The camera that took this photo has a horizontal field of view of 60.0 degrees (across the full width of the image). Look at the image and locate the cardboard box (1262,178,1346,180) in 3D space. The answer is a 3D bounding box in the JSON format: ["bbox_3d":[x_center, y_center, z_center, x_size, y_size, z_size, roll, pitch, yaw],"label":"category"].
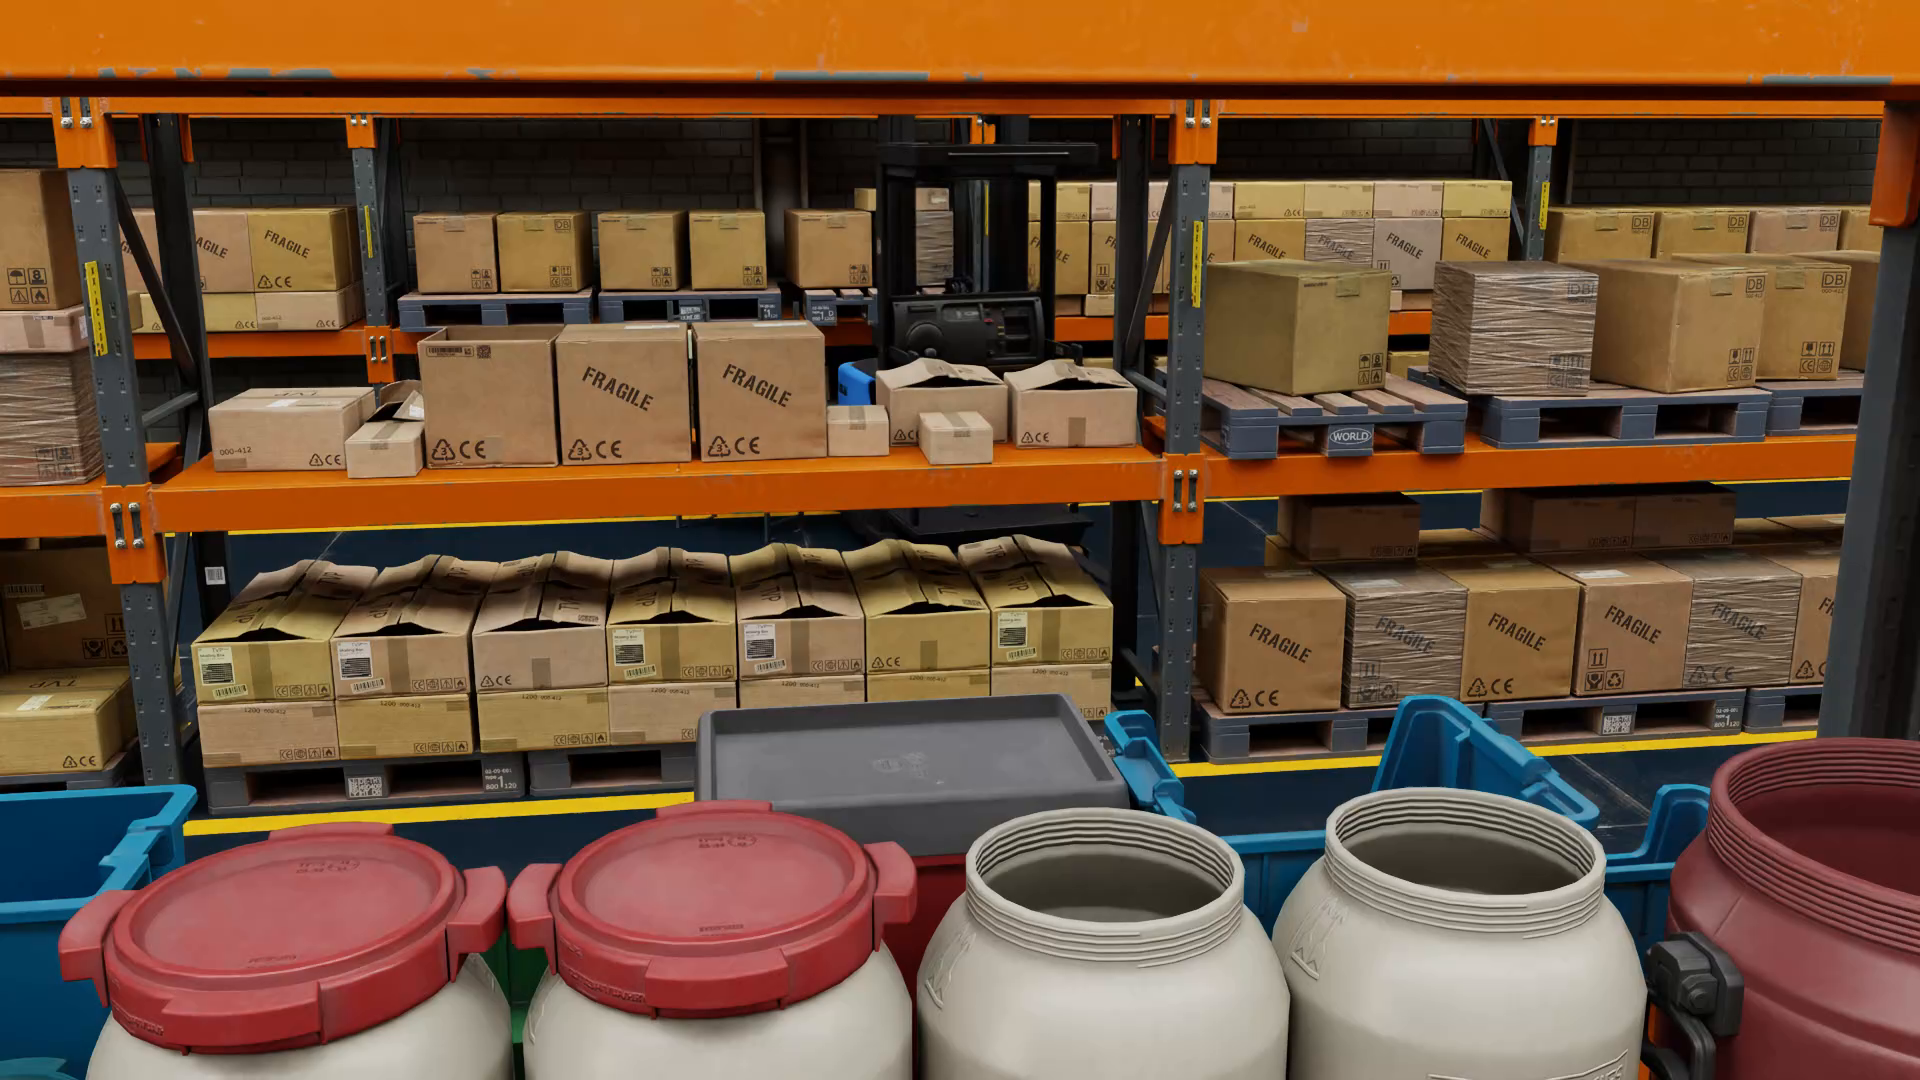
[{"bbox_3d":[2.536,-2.544,12.298,0.500,0.250,0.500,-3,14,-10],"label":"cardboard box"}]

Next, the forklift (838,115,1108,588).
[{"bbox_3d":[0.124,-1.257,9.709,1.130,2.935,3.031,-5,15,-18],"label":"forklift"}]

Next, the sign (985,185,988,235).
[{"bbox_3d":[0.176,-2.219,11.188,0.005,0.325,0.100,-2,14,-8],"label":"sign"}]

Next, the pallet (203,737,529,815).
[{"bbox_3d":[-2.405,0.826,6.992,1.213,0.211,1.003,-2,14,-8],"label":"pallet"}]

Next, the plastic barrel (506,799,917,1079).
[{"bbox_3d":[-0.261,0.612,1.838,0.433,0.535,0.433,0,14,0],"label":"plastic barrel"}]

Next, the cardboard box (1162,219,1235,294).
[{"bbox_3d":[1.615,-2.019,11.749,0.500,0.500,0.500,-2,14,-9],"label":"cardboard box"}]

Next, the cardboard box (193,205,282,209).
[{"bbox_3d":[-4.877,-1.997,11.246,0.500,0.500,0.500,-2,14,-9],"label":"cardboard box"}]

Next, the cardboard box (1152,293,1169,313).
[{"bbox_3d":[1.458,-1.717,11.877,0.250,0.149,0.380,-2,14,-7],"label":"cardboard box"}]

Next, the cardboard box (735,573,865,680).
[{"bbox_3d":[-0.666,0.339,6.839,0.500,0.311,0.500,-2,14,-9],"label":"cardboard box"}]

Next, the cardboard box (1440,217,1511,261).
[{"bbox_3d":[3.622,-2.096,12.057,0.500,0.500,0.500,-2,14,-9],"label":"cardboard box"}]

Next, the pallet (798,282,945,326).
[{"bbox_3d":[-0.603,-1.682,11.656,1.003,0.211,1.213,-2,14,-8],"label":"pallet"}]

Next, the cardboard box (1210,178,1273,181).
[{"bbox_3d":[2.020,-2.526,12.227,0.500,0.250,0.500,-2,14,-10],"label":"cardboard box"}]

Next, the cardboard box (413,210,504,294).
[{"bbox_3d":[-3.361,-1.954,11.235,0.500,0.500,0.700,-2,14,-8],"label":"cardboard box"}]

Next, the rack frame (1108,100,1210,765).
[{"bbox_3d":[0.828,-0.635,7.087,0.127,3.000,1.000,-2,14,-8],"label":"rack frame"}]

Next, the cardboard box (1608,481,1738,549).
[{"bbox_3d":[3.280,-0.149,7.844,0.500,0.250,0.500,-2,14,-8],"label":"cardboard box"}]

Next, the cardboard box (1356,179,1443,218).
[{"bbox_3d":[3.111,-2.443,11.897,0.500,0.250,0.500,-2,14,-7],"label":"cardboard box"}]

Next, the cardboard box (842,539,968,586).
[{"bbox_3d":[-0.252,0.192,7.424,0.500,0.311,0.500,-2,14,-10],"label":"cardboard box"}]

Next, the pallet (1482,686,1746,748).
[{"bbox_3d":[2.775,0.656,7.671,1.213,0.211,1.003,-2,14,-8],"label":"pallet"}]

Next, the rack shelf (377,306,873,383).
[{"bbox_3d":[-1.892,-1.405,11.637,4.000,0.370,1.077,-2,14,-8],"label":"rack shelf"}]

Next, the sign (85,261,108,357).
[{"bbox_3d":[-3.044,-0.815,5.862,0.005,0.325,0.100,-2,14,-8],"label":"sign"}]

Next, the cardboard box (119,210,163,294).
[{"bbox_3d":[-5.283,-1.855,10.680,0.500,0.500,0.500,-3,14,-10],"label":"cardboard box"}]

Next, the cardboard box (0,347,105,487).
[{"bbox_3d":[-3.566,-0.521,6.427,0.500,0.500,0.700,-2,14,-10],"label":"cardboard box"}]

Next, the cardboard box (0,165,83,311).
[{"bbox_3d":[-3.566,-1.150,6.269,0.500,0.500,0.700,-2,14,-8],"label":"cardboard box"}]

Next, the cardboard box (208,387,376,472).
[{"bbox_3d":[-2.647,-0.446,6.641,0.500,0.250,0.500,-1,14,-5],"label":"cardboard box"}]

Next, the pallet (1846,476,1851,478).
[{"bbox_3d":[7.218,-0.716,13.143,1.213,0.211,1.003,-2,14,-8],"label":"pallet"}]

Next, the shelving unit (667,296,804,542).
[{"bbox_3d":[-1.455,-0.801,10.831,0.755,1.500,0.431,8,16,30],"label":"shelving unit"}]

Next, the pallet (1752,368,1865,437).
[{"bbox_3d":[3.977,-0.684,7.678,1.213,0.211,1.003,-2,14,-8],"label":"pallet"}]

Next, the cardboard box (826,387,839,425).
[{"bbox_3d":[-1.145,-0.798,11.972,0.500,0.500,0.700,-2,14,-8],"label":"cardboard box"}]

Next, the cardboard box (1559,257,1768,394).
[{"bbox_3d":[3.045,-0.953,7.288,0.500,0.500,0.700,-6,15,-23],"label":"cardboard box"}]

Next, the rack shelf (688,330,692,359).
[{"bbox_3d":[-1.455,-1.179,10.736,0.720,0.370,0.431,8,16,30],"label":"rack shelf"}]

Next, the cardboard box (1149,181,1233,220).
[{"bbox_3d":[1.598,-2.386,11.669,0.500,0.250,0.500,-2,14,-8],"label":"cardboard box"}]

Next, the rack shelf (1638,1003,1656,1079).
[{"bbox_3d":[-0.416,0.978,2.134,4.000,0.370,1.077,-2,14,-8],"label":"rack shelf"}]

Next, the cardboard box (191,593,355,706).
[{"bbox_3d":[-2.682,0.413,6.545,0.500,0.311,0.500,-2,14,-8],"label":"cardboard box"}]

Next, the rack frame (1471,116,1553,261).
[{"bbox_3d":[4.041,-1.971,12.416,0.127,3.000,1.000,-2,14,-8],"label":"rack frame"}]

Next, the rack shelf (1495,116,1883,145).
[{"bbox_3d":[6.019,-3.150,12.428,4.000,0.370,1.077,-2,14,-8],"label":"rack shelf"}]

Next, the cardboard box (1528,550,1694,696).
[{"bbox_3d":[2.849,0.359,7.359,0.500,0.500,0.500,-3,14,-10],"label":"cardboard box"}]

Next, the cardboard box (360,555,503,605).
[{"bbox_3d":[-2.256,0.264,7.139,0.500,0.311,0.500,-2,14,-7],"label":"cardboard box"}]

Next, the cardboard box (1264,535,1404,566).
[{"bbox_3d":[1.717,0.274,7.698,0.500,0.500,0.500,-2,14,-6],"label":"cardboard box"}]

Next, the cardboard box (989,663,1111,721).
[{"bbox_3d":[0.344,0.573,7.061,0.500,0.250,0.500,-2,14,-7],"label":"cardboard box"}]

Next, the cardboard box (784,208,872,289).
[{"bbox_3d":[-0.926,-2.042,11.588,0.500,0.500,0.700,-3,14,-14],"label":"cardboard box"}]

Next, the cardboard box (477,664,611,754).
[{"bbox_3d":[-1.675,0.647,6.763,0.500,0.250,0.500,-3,14,-10],"label":"cardboard box"}]

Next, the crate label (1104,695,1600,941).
[{"bbox_3d":[0.539,0.510,2.447,0.616,0.435,0.502,-2,14,-8],"label":"crate label"}]

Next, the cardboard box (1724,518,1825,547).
[{"bbox_3d":[3.743,0.200,7.992,0.500,0.500,0.500,-2,14,-7],"label":"cardboard box"}]

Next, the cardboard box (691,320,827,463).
[{"bbox_3d":[-0.829,-0.619,6.817,0.500,0.500,0.500,-3,14,-11],"label":"cardboard box"}]

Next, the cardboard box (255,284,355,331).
[{"bbox_3d":[-4.293,-1.528,10.917,0.500,0.250,0.500,-2,14,-8],"label":"cardboard box"}]

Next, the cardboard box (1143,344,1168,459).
[{"bbox_3d":[1.700,-1.013,12.149,0.750,0.750,0.750,-2,14,-9],"label":"cardboard box"}]

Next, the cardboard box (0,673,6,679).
[{"bbox_3d":[-4.050,0.725,6.453,0.500,0.250,0.500,-2,14,-8],"label":"cardboard box"}]

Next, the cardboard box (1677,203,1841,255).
[{"bbox_3d":[6.021,-2.186,12.657,0.700,0.700,0.980,-3,14,-11],"label":"cardboard box"}]
